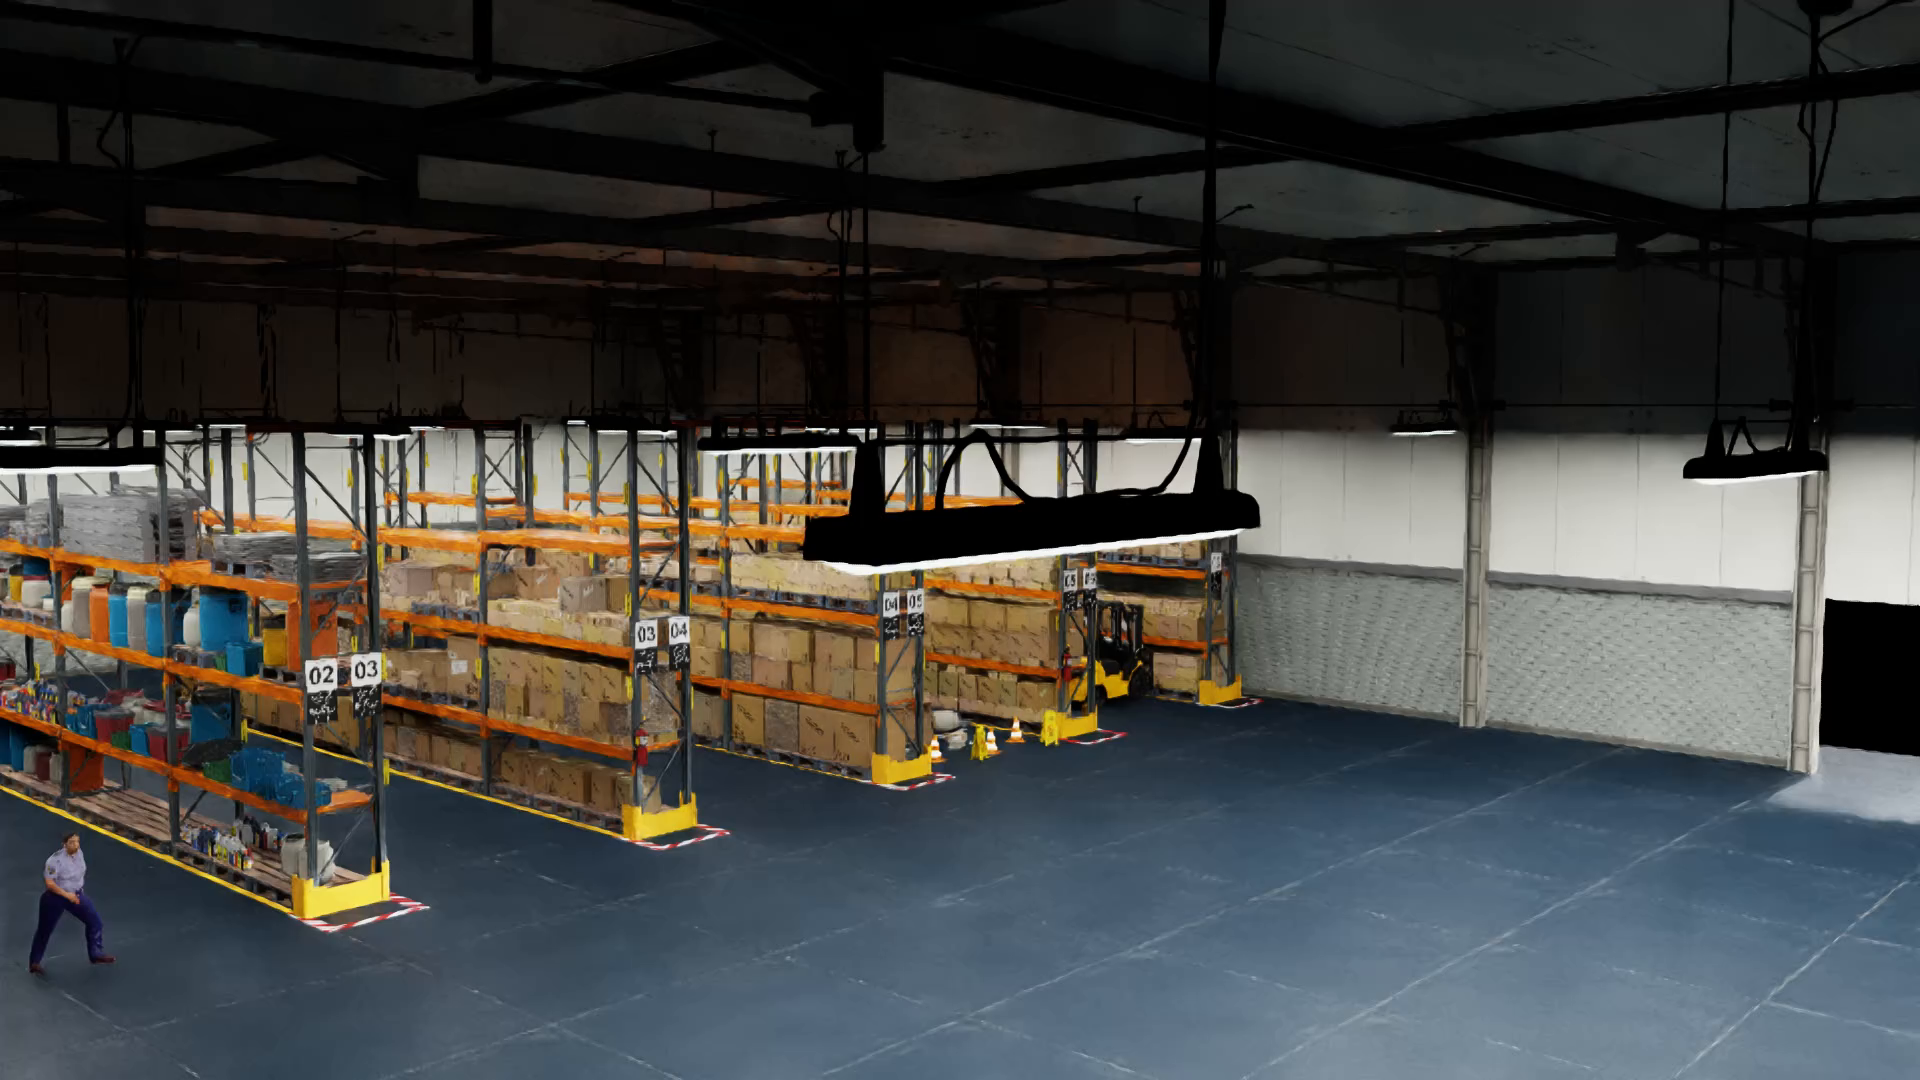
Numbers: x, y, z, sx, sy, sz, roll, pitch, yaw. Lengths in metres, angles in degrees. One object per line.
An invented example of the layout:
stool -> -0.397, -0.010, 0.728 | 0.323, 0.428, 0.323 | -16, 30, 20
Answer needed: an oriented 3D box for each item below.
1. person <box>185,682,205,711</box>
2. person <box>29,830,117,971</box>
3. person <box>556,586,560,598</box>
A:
person -> -12.938, 3.203, 28.286 | 1.097, 1.585, 0.449 | 4, 6, 40
person -> -10.021, 4.011, 18.646 | 0.805, 1.584, 0.661 | 2, 5, 24
person -> -10.711, 1.780, 44.974 | 0.551, 1.786, 0.711 | 1, 5, 13
